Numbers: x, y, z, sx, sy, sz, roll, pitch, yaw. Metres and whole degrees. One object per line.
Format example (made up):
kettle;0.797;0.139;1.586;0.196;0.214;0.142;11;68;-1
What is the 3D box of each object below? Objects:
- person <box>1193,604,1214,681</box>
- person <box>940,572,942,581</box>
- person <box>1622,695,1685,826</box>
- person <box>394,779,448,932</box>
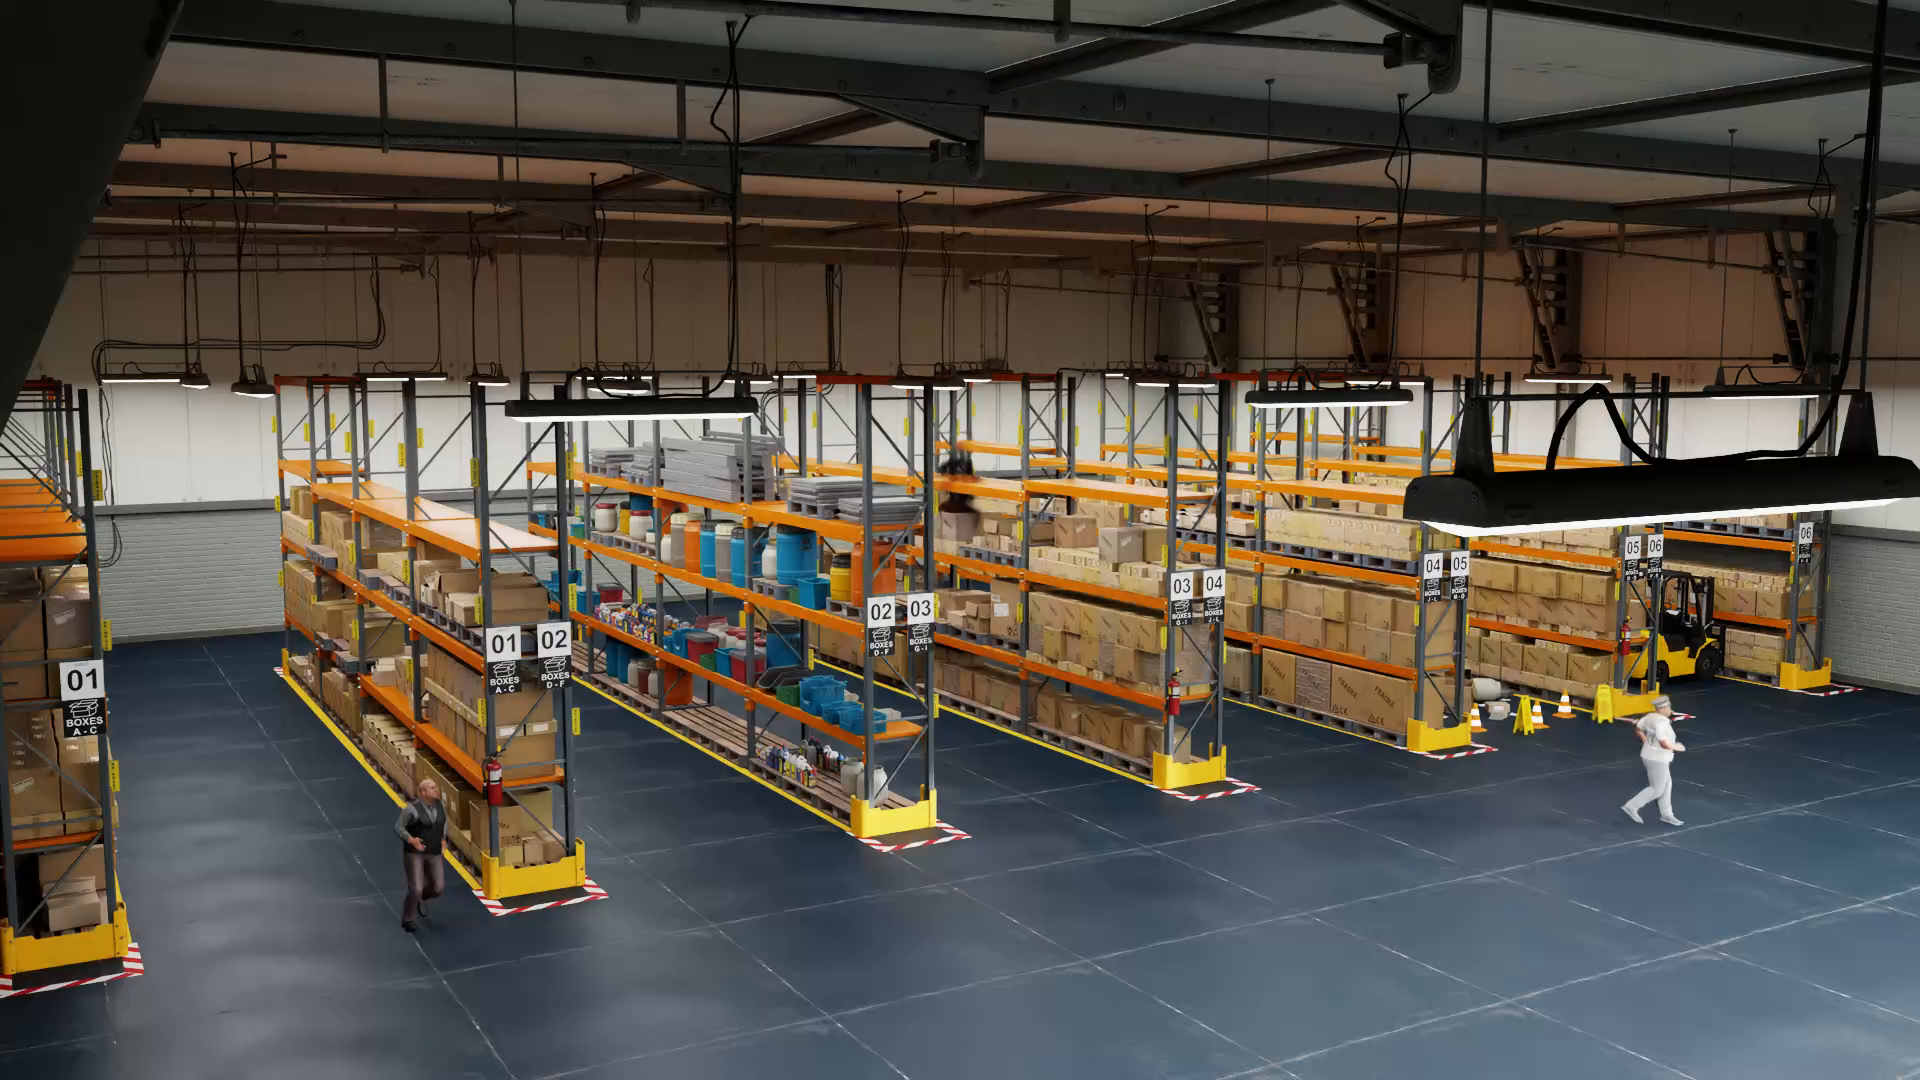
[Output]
person;4.282;1.965;29.793;0.551;1.676;0.669;-4;8;-34
person;-0.624;0.880;41.999;0.664;1.745;0.744;-4;7;-30
person;9.416;2.991;22.527;0.867;1.806;0.686;1;6;6
person;-5.960;3.492;18.569;0.663;1.646;0.559;-6;9;-43
